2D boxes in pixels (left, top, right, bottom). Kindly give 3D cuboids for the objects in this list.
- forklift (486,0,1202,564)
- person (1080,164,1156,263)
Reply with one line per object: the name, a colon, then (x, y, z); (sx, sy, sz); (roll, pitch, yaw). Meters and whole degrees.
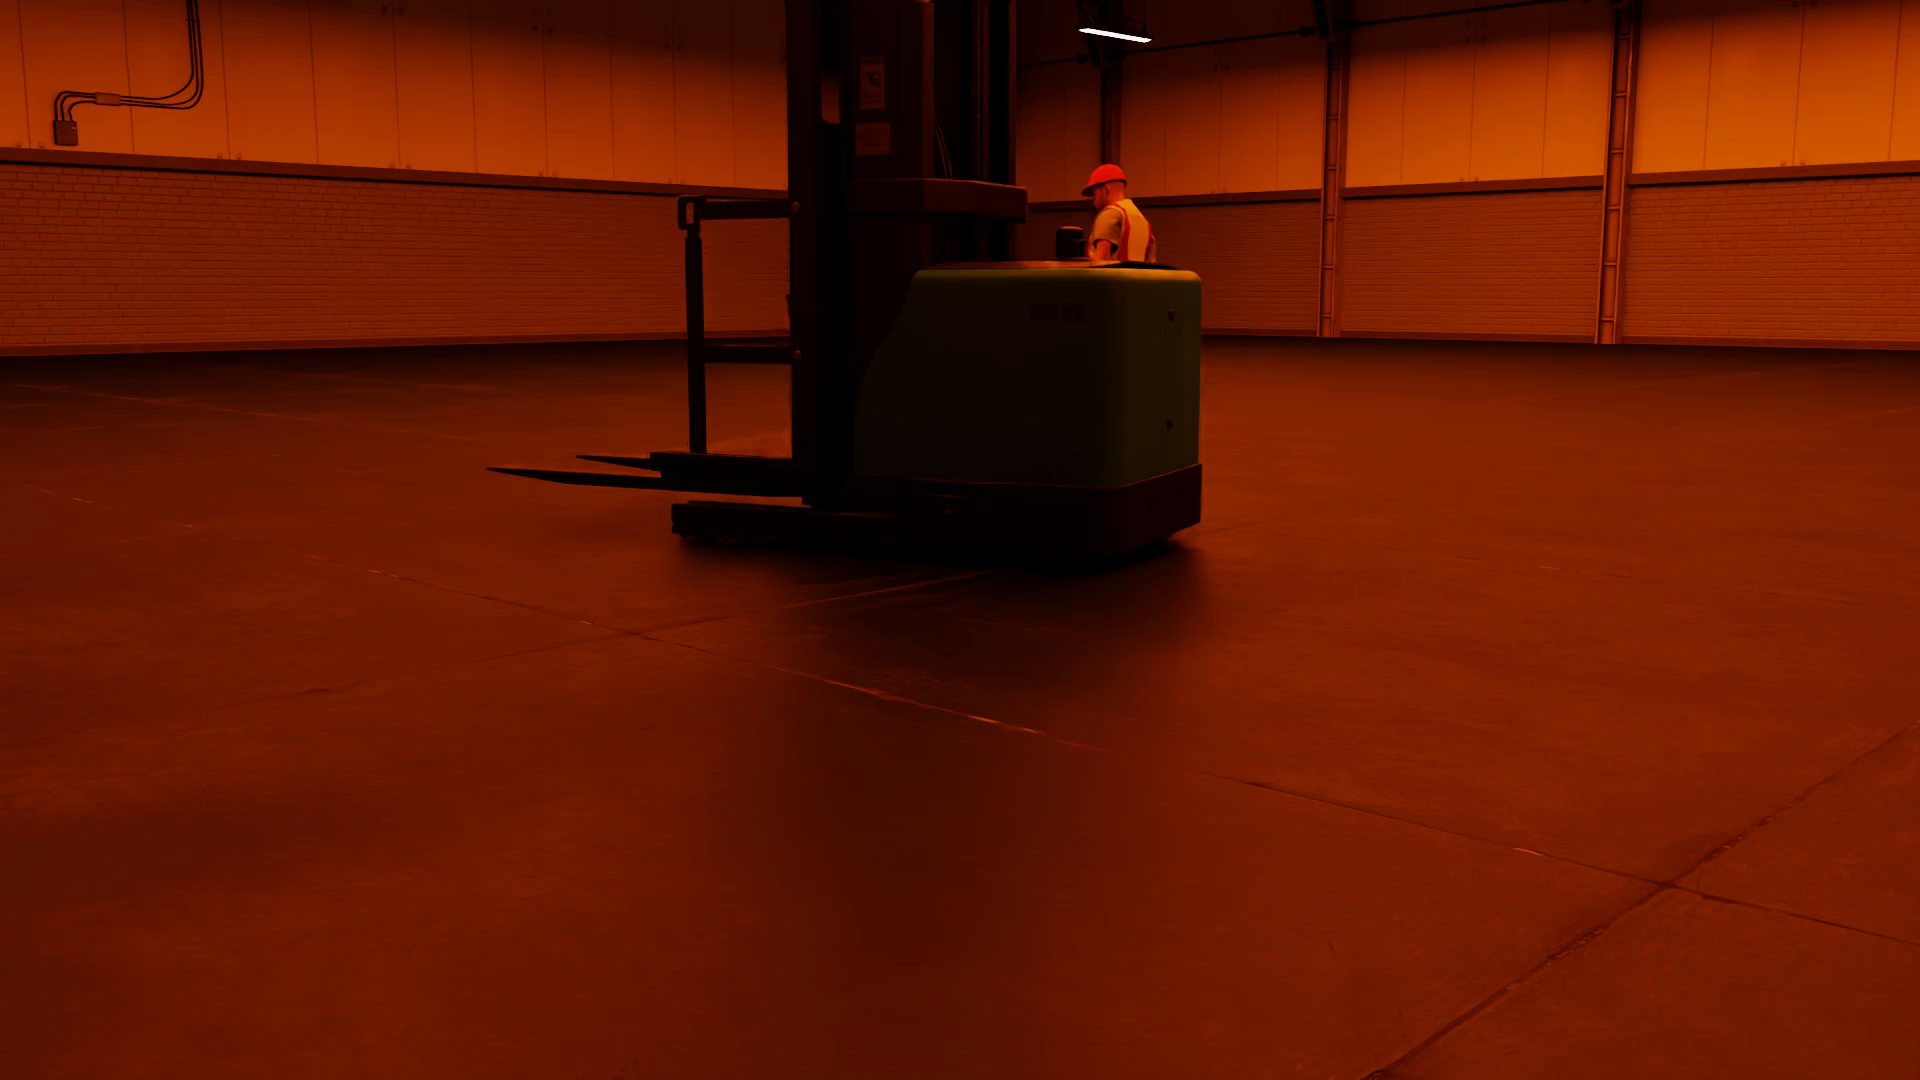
forklift: (-0.584, -1.490, 6.767); (3.031, 2.935, 1.130); (4, 10, 26)
person: (0.877, -1.318, 9.718); (0.437, 1.735, 0.953); (6, 10, 33)
